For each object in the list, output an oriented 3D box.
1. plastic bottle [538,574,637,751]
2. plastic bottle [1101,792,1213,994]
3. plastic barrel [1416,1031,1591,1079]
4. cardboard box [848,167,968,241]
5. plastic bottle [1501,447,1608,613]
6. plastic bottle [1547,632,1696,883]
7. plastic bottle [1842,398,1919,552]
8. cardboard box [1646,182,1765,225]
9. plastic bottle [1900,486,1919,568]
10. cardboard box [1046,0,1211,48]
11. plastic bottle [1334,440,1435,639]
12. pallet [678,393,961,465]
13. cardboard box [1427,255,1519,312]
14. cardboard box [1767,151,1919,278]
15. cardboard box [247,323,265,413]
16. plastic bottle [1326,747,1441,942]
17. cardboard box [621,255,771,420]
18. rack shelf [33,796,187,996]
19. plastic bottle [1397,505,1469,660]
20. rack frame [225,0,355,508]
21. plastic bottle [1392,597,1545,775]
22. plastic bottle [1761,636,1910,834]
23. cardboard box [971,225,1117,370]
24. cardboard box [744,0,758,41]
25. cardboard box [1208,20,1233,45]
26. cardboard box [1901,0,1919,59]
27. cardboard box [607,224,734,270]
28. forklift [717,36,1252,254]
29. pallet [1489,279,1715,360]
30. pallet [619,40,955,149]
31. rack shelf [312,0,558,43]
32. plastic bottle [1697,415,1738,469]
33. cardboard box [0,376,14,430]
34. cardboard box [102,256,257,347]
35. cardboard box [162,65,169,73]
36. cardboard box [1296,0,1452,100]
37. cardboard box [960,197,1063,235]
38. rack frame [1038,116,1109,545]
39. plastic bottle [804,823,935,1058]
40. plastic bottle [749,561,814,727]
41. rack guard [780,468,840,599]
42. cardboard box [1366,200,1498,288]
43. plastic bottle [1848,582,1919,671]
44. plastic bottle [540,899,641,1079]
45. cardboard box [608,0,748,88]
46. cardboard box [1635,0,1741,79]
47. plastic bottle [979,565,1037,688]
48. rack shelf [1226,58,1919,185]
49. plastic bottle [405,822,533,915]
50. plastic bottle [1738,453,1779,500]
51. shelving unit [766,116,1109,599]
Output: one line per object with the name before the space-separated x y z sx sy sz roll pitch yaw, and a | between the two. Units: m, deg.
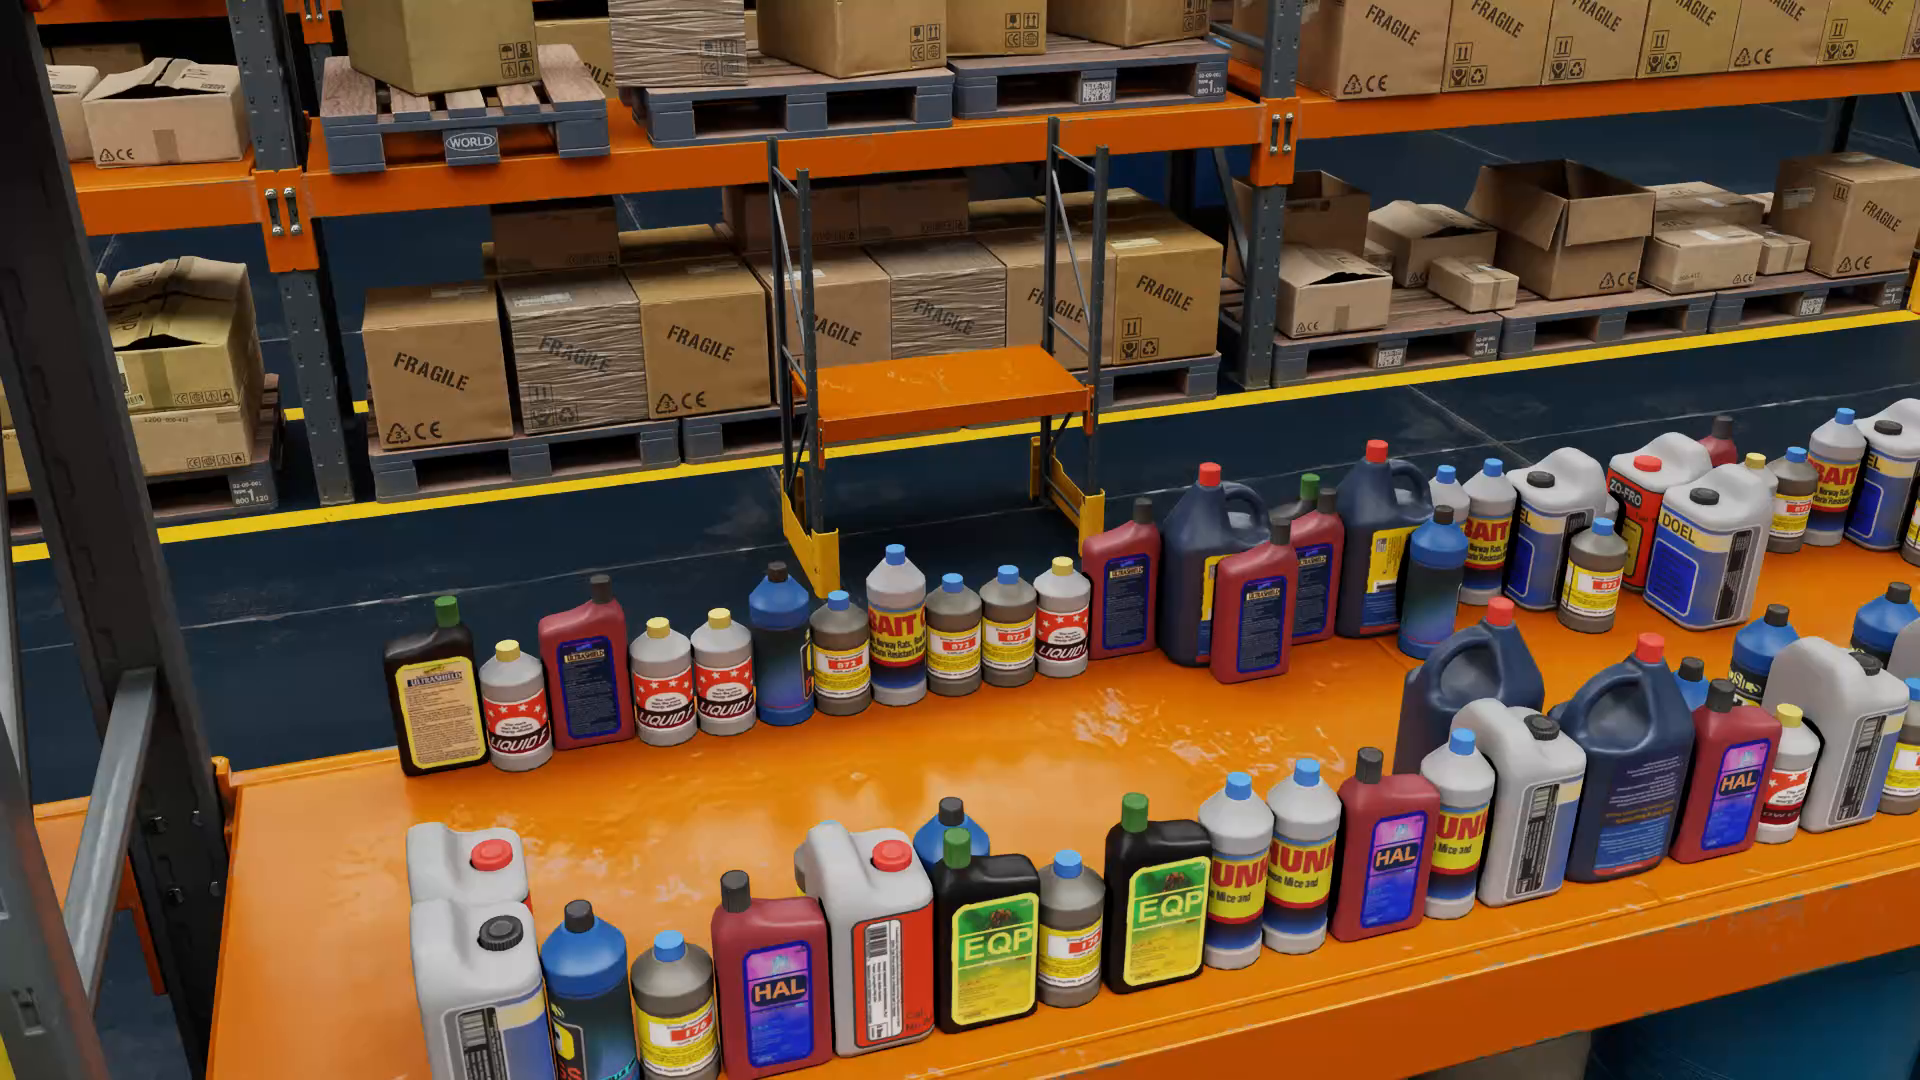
plastic bottle | -0.590 0.191 2.623 0.133 0.283 0.061 -8 28 -16
plastic bottle | 0.250 0.442 2.118 0.133 0.283 0.061 -8 28 -16
plastic barrel | 0.981 0.988 3.213 0.421 0.512 0.421 0 26 0
cardboard box | -0.275 -1.551 7.473 0.500 0.250 0.500 -8 28 -16
plastic bottle | 1.082 -0.026 3.069 0.135 0.276 0.152 -8 28 -16
plastic bottle | 0.921 0.295 2.338 0.185 0.351 0.144 -8 28 -16
plastic bottle | 1.835 -0.135 3.289 0.135 0.276 0.152 -8 28 -16
cardboard box | 3.934 -1.731 8.961 0.500 0.250 0.500 -8 28 -16
plastic bottle | 1.892 -0.052 3.204 0.097 0.201 0.097 0 26 0
cardboard box | 0.691 -2.501 7.330 0.500 0.500 0.700 -19 32 -33
plastic bottle | 0.744 -0.013 2.958 0.185 0.351 0.144 -8 28 -16
pallet | -0.713 -0.692 7.407 1.213 0.211 1.003 -8 28 -16
cardboard box | 2.496 -1.256 8.099 0.250 0.166 0.380 -8 28 -16
cardboard box | 4.573 -1.688 8.593 0.500 0.500 0.500 -8 28 -16
cardboard box | -3.181 -0.696 6.900 0.500 0.250 0.500 -8 28 -16
plastic bottle | 0.562 0.396 2.209 0.133 0.283 0.061 -8 28 -16
cardboard box | -1.097 -0.849 6.902 0.500 0.500 0.500 -9 28 -17
rack shelf | -2.964 1.005 1.662 4.000 0.370 1.077 -8 28 -16
plastic bottle | 0.823 0.068 2.884 0.097 0.271 0.097 0 26 0
rack frame | -2.593 -1.688 6.277 0.127 3.000 1.000 -8 28 -16
plastic bottle | 0.746 0.249 2.431 0.185 0.351 0.144 -8 28 -16
plastic bottle | 1.291 0.273 2.467 0.135 0.276 0.152 -8 28 -16
cardboard box | 0.358 -1.063 7.333 0.500 0.500 0.500 -8 28 -16
cardboard box | -1.749 -3.290 11.449 0.750 0.750 0.750 -7 27 -15
cardboard box | 1.888 -3.675 12.618 0.500 0.500 0.700 -9 28 -18
cardboard box | 4.673 -2.658 8.117 0.500 0.500 0.500 -7 27 -15
cardboard box | -1.284 -1.065 7.337 0.500 0.500 0.500 -9 28 -18
forklift | 0.150 -3.015 9.027 3.031 2.935 1.130 -6 27 -11
pallet | 3.026 -1.253 8.538 1.213 0.211 1.003 -8 28 -16
pallet | -0.745 -1.872 6.863 1.213 0.211 1.003 -8 28 -16
rack shelf | -2.228 -3.735 11.209 4.000 0.370 1.077 -8 28 -16
plastic bottle | 1.416 -0.099 3.208 0.133 0.283 0.061 -8 28 -16
cardboard box | -3.506 -0.645 6.165 0.500 0.311 0.500 -9 28 -17
cardboard box | -3.181 -0.948 6.775 0.500 0.311 0.500 -7 27 -14
cardboard box | -5.324 -2.716 10.665 0.500 0.500 0.700 -8 28 -16
cardboard box | 1.780 -2.239 7.273 0.500 0.500 0.500 -8 27 -15
cardboard box | 0.172 -1.274 7.760 0.500 0.500 0.500 -8 27 -15
rack frame | 0.402 -0.730 6.034 0.032 1.500 0.500 -8 28 -16
plastic bottle | -0.111 0.476 2.058 0.135 0.276 0.152 -8 28 -16
plastic bottle | -0.290 0.162 2.696 0.097 0.271 0.097 0 26 0
rack guard | -0.546 -0.033 6.035 0.087 0.250 0.587 -8 28 -16
cardboard box | 2.378 -1.533 8.494 0.500 0.311 0.500 -8 28 -16
plastic bottle | 1.455 0.193 2.633 0.097 0.271 0.097 0 26 0
plastic bottle | -0.432 0.537 1.939 0.097 0.271 0.097 0 26 0
cardboard box | -1.100 -2.100 6.523 0.500 0.500 0.700 -3 27 -6
cardboard box | 3.225 -2.449 7.697 0.500 0.500 0.500 -9 28 -17
plastic bottle | 0.081 0.139 2.819 0.097 0.201 0.097 0 26 0
rack shelf | 3.113 -2.192 8.101 4.000 0.370 1.077 -8 28 -16
plastic bottle | -0.598 0.475 2.059 0.135 0.276 0.152 -8 28 -16
plastic bottle | 1.531 -0.071 3.242 0.097 0.201 0.097 0 26 0
shelving unit | -0.072 -0.661 5.895 1.083 1.500 0.587 -8 28 -16
